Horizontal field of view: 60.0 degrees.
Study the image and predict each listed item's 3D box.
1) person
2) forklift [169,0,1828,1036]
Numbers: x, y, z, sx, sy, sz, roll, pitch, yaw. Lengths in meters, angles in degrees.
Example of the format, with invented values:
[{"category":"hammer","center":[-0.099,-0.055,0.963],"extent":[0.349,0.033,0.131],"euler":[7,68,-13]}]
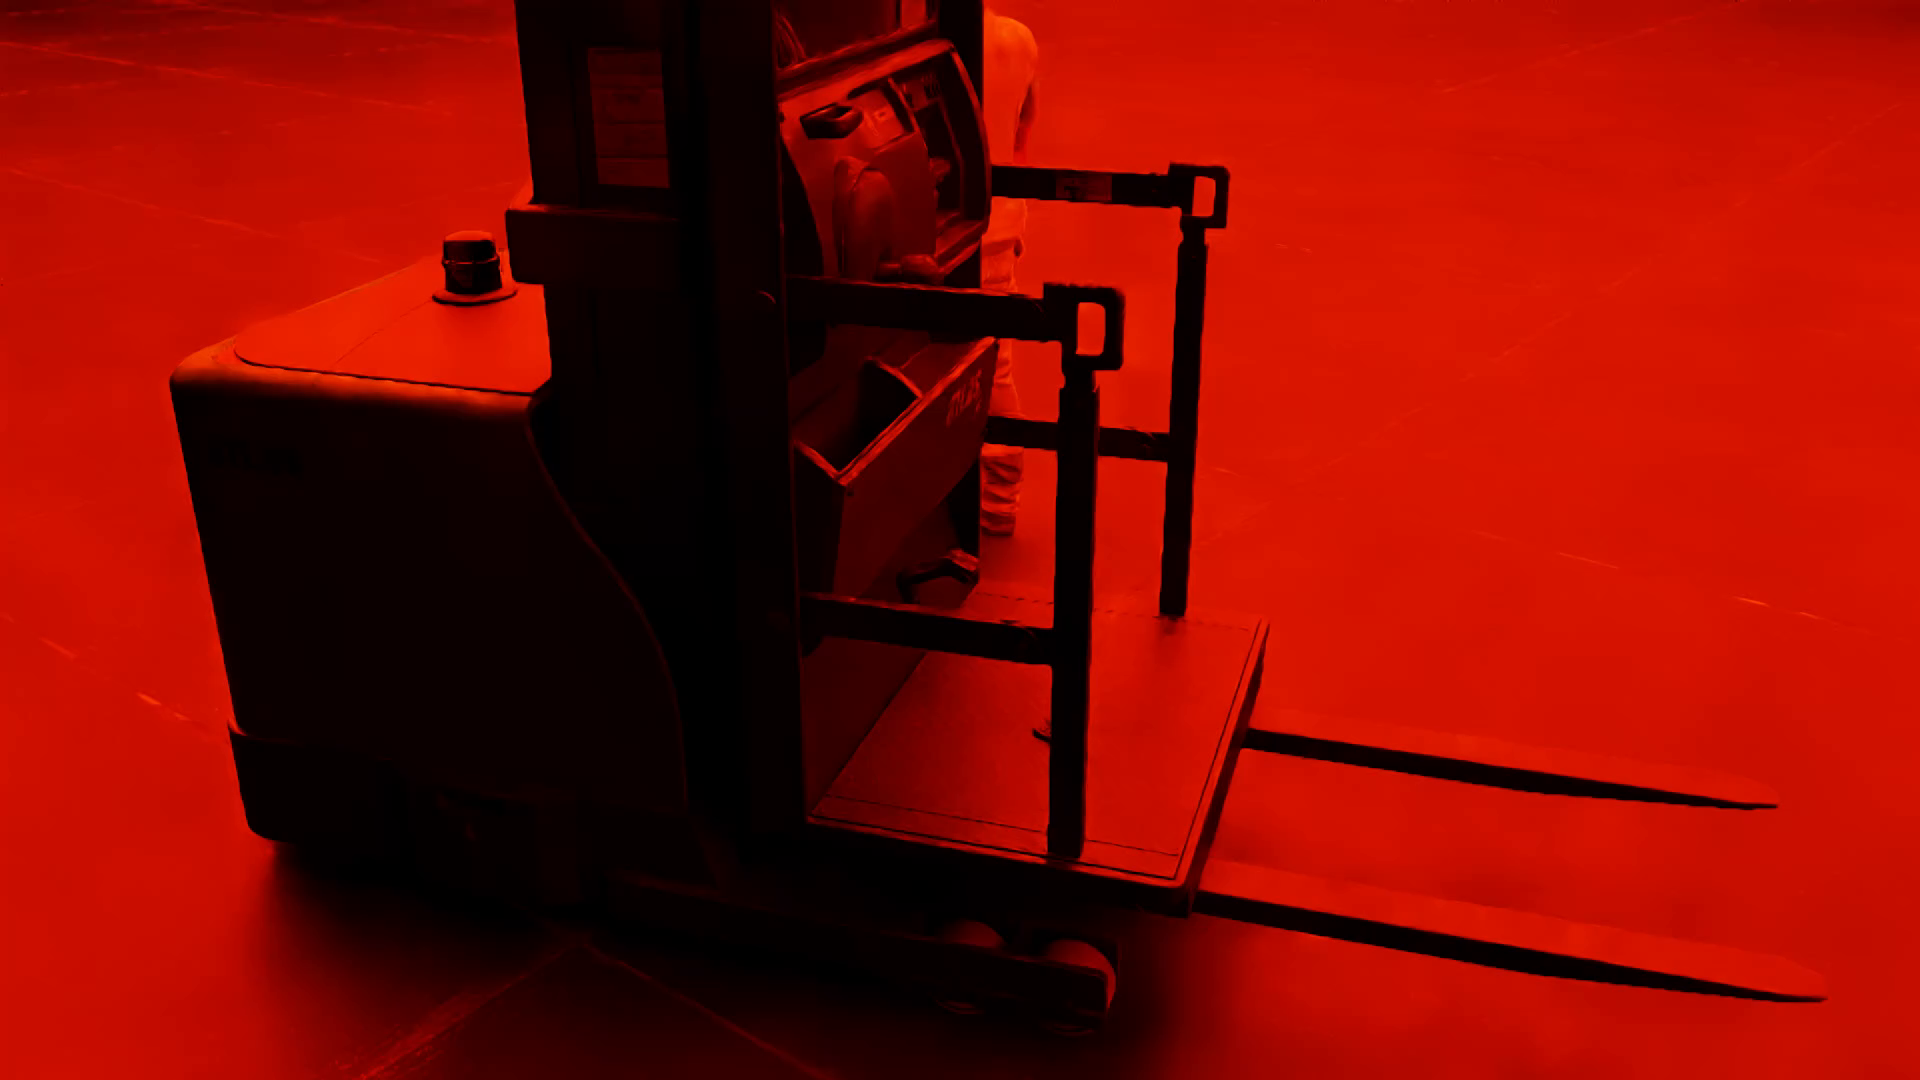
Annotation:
[{"category":"person","center":[-0.017,-0.827,4.668],"extent":[0.349,1.795,0.540],"euler":[17,29,34]},{"category":"forklift","center":[0.078,-0.697,2.936],"extent":[3.031,2.935,1.130],"euler":[7,24,16]}]
